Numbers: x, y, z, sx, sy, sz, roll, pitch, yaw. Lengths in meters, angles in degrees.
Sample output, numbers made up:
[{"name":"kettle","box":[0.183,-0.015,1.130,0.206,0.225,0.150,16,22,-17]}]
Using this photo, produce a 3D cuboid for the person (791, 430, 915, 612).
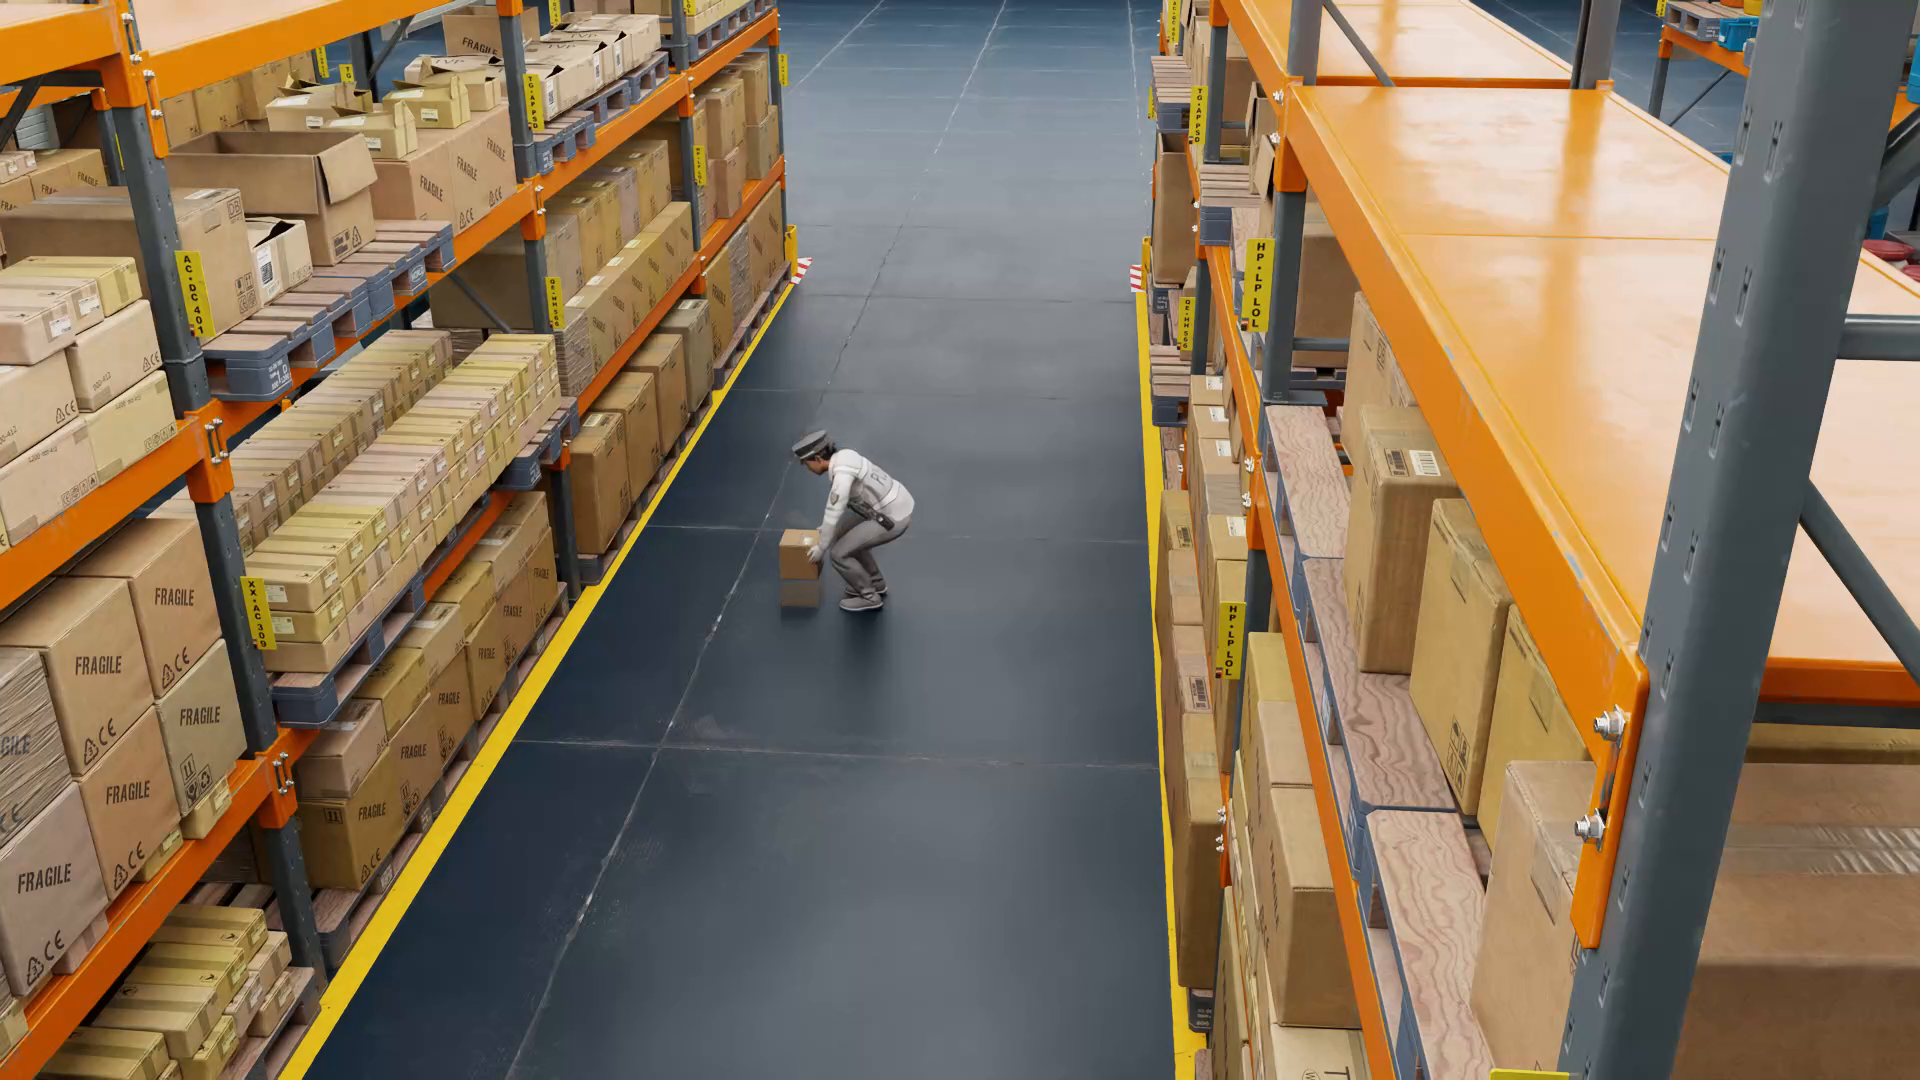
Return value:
[{"name":"person","box":[-0.692,-0.132,10.825,0.780,1.213,0.527,2,25,4]}]
